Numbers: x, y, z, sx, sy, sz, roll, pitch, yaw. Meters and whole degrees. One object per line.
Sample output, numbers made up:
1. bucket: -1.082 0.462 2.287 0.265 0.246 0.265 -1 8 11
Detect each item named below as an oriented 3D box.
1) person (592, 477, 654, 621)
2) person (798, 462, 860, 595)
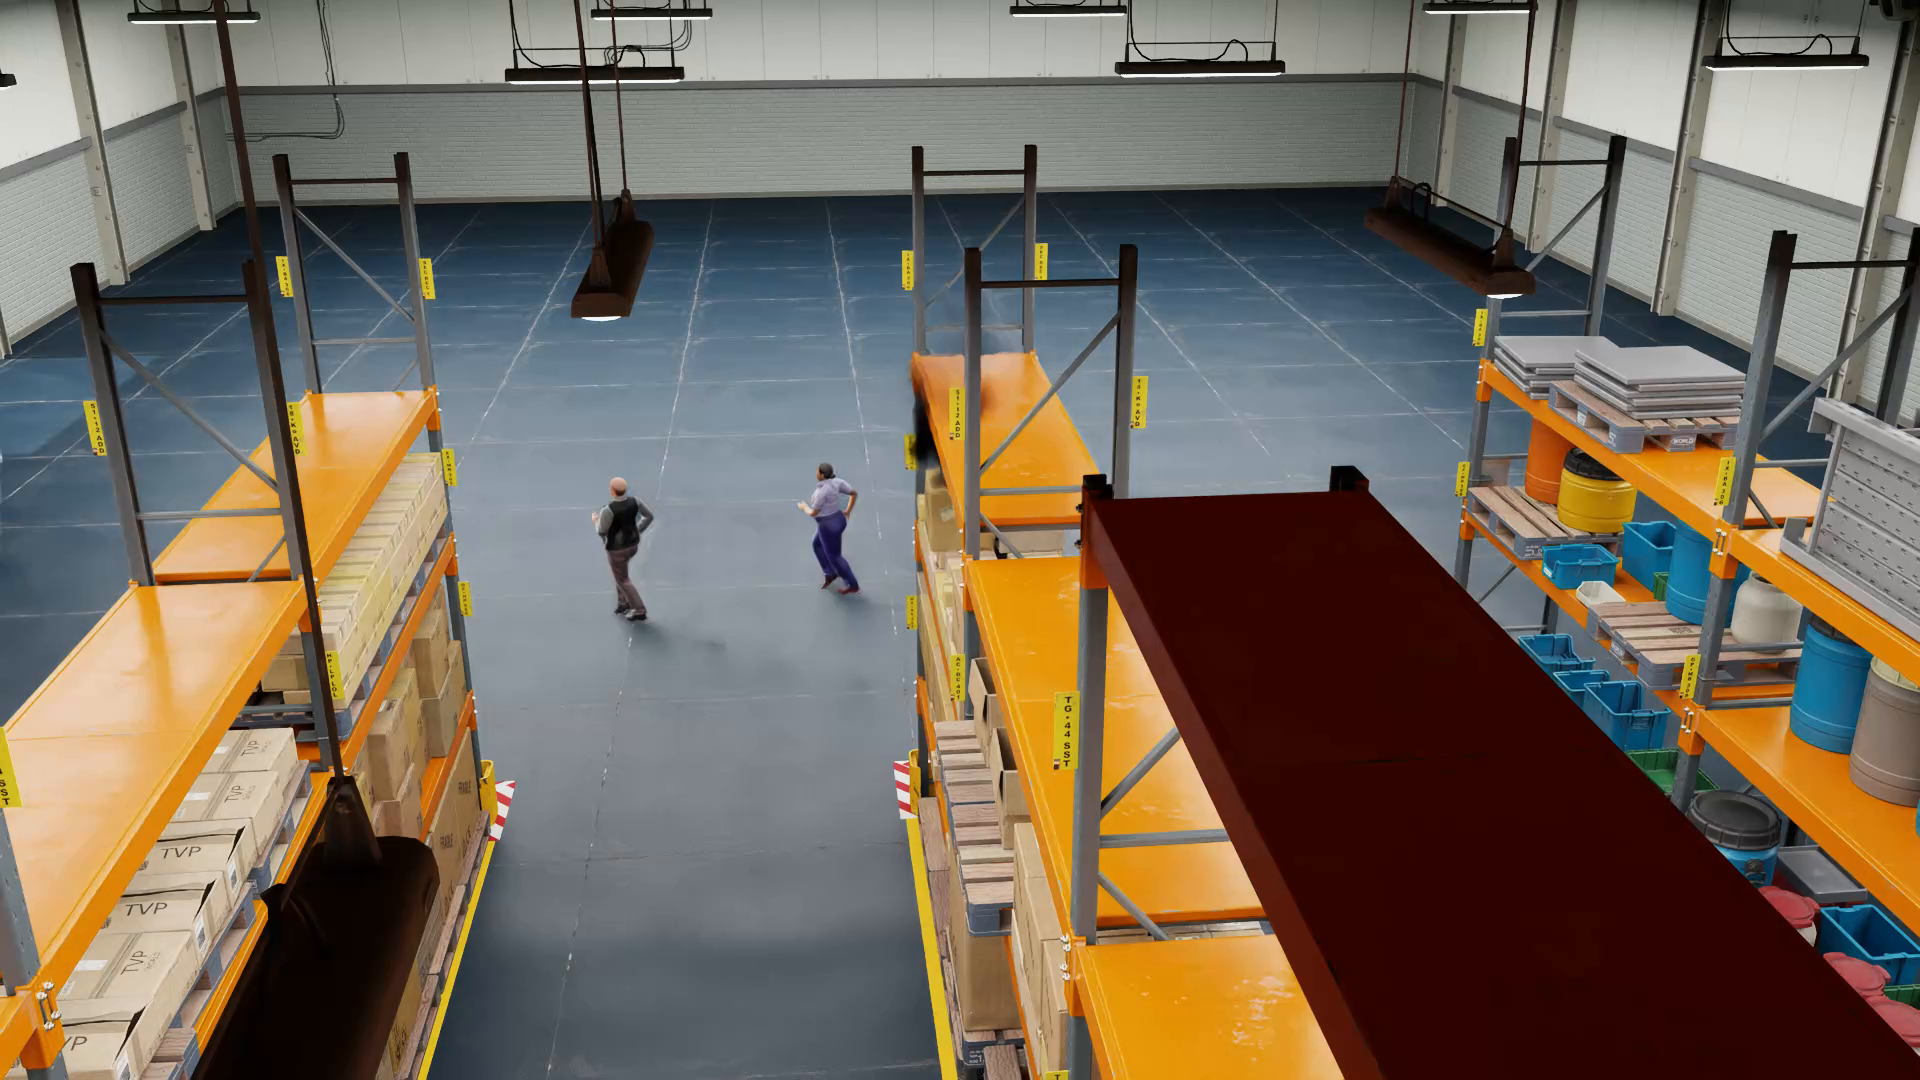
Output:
1. person: -3.866 0.124 19.010 0.724 1.781 0.639 13 25 30
2. person: -1.561 -0.122 19.769 0.772 1.675 0.570 8 23 18
